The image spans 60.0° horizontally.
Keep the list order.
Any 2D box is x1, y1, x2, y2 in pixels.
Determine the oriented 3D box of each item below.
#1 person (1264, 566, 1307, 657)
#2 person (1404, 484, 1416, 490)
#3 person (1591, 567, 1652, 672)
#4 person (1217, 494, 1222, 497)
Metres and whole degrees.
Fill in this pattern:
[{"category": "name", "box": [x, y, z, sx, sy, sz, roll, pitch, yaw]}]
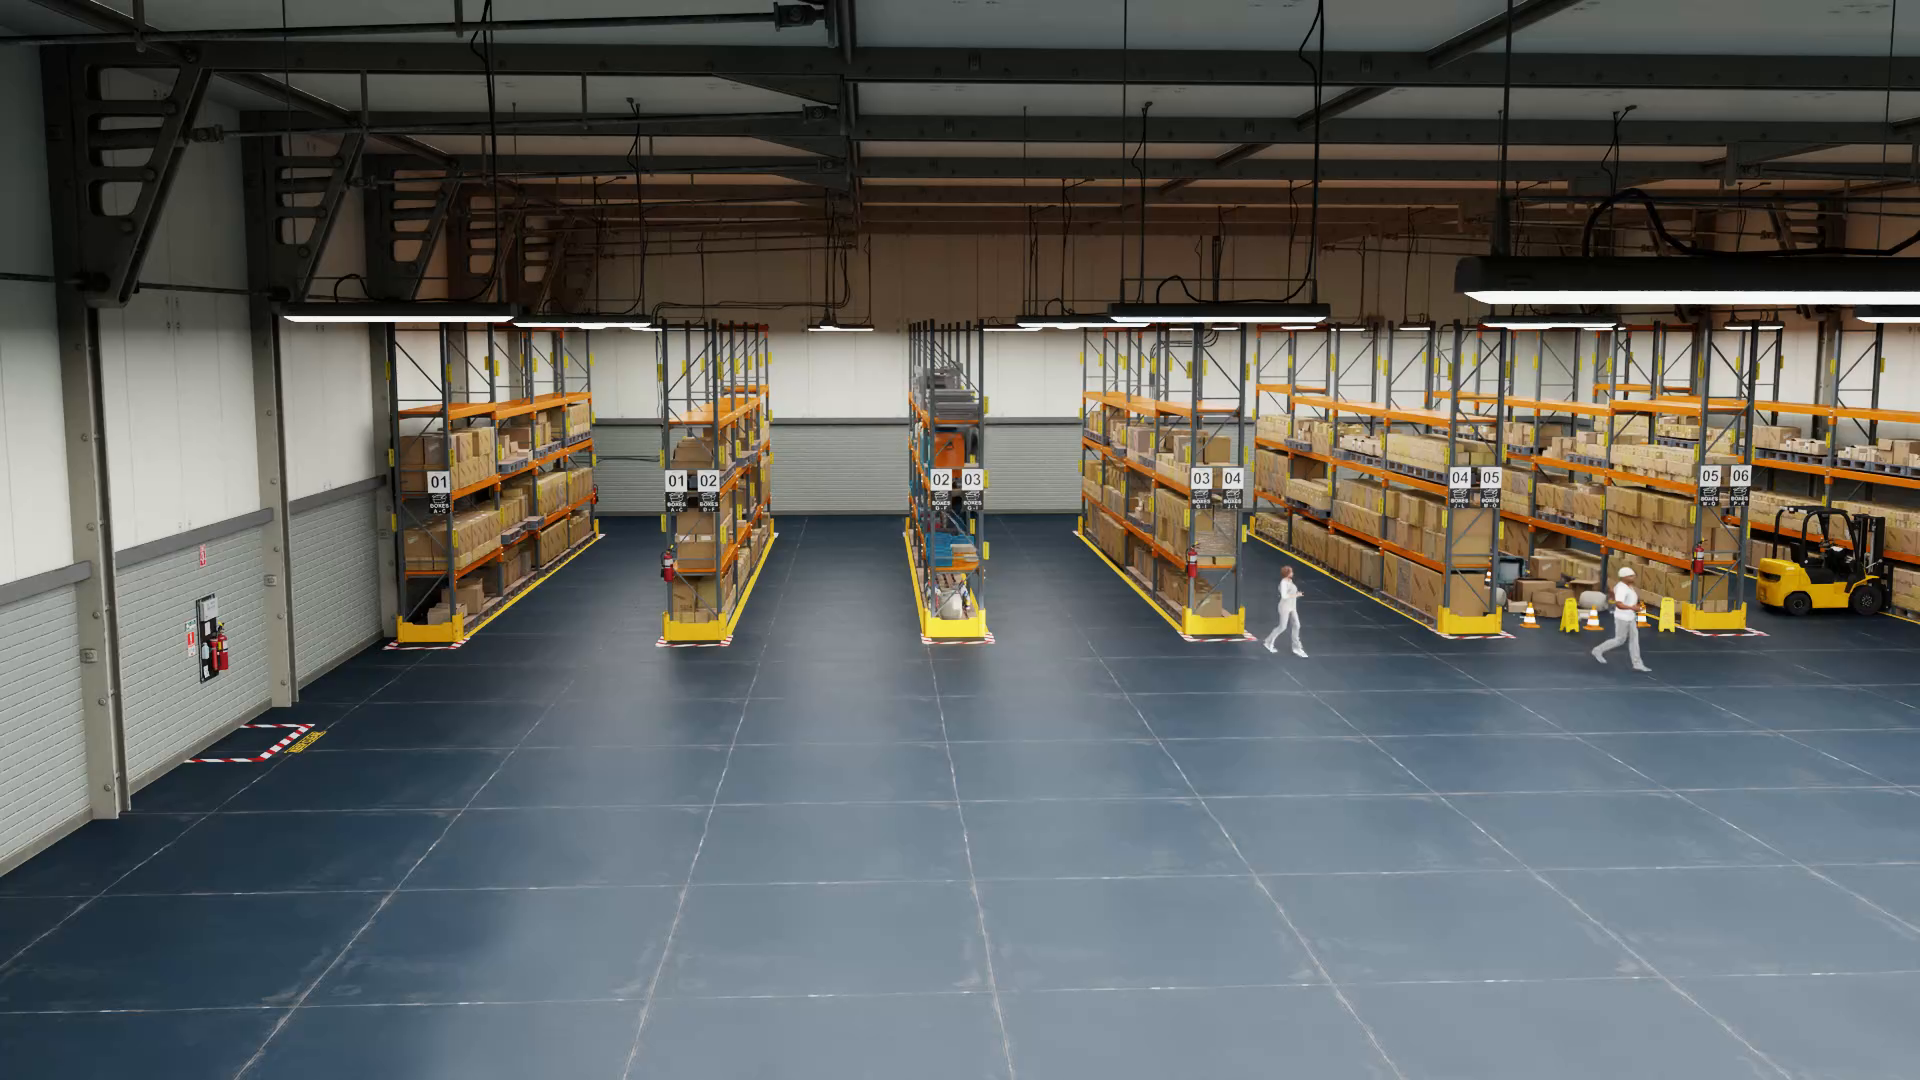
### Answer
[{"category": "person", "box": [5.811, 1.258, 29.609, 0.759, 1.622, 0.522, 4, 8, 32]}, {"category": "person", "box": [13.325, -1.206, 49.570, 0.588, 1.609, 0.590, 1, 7, 10]}, {"category": "person", "box": [11.304, 1.342, 28.325, 0.980, 1.766, 0.703, 5, 9, 35]}, {"category": "person", "box": [7.204, -0.904, 46.975, 0.712, 1.668, 0.815, 1, 7, 6]}]
